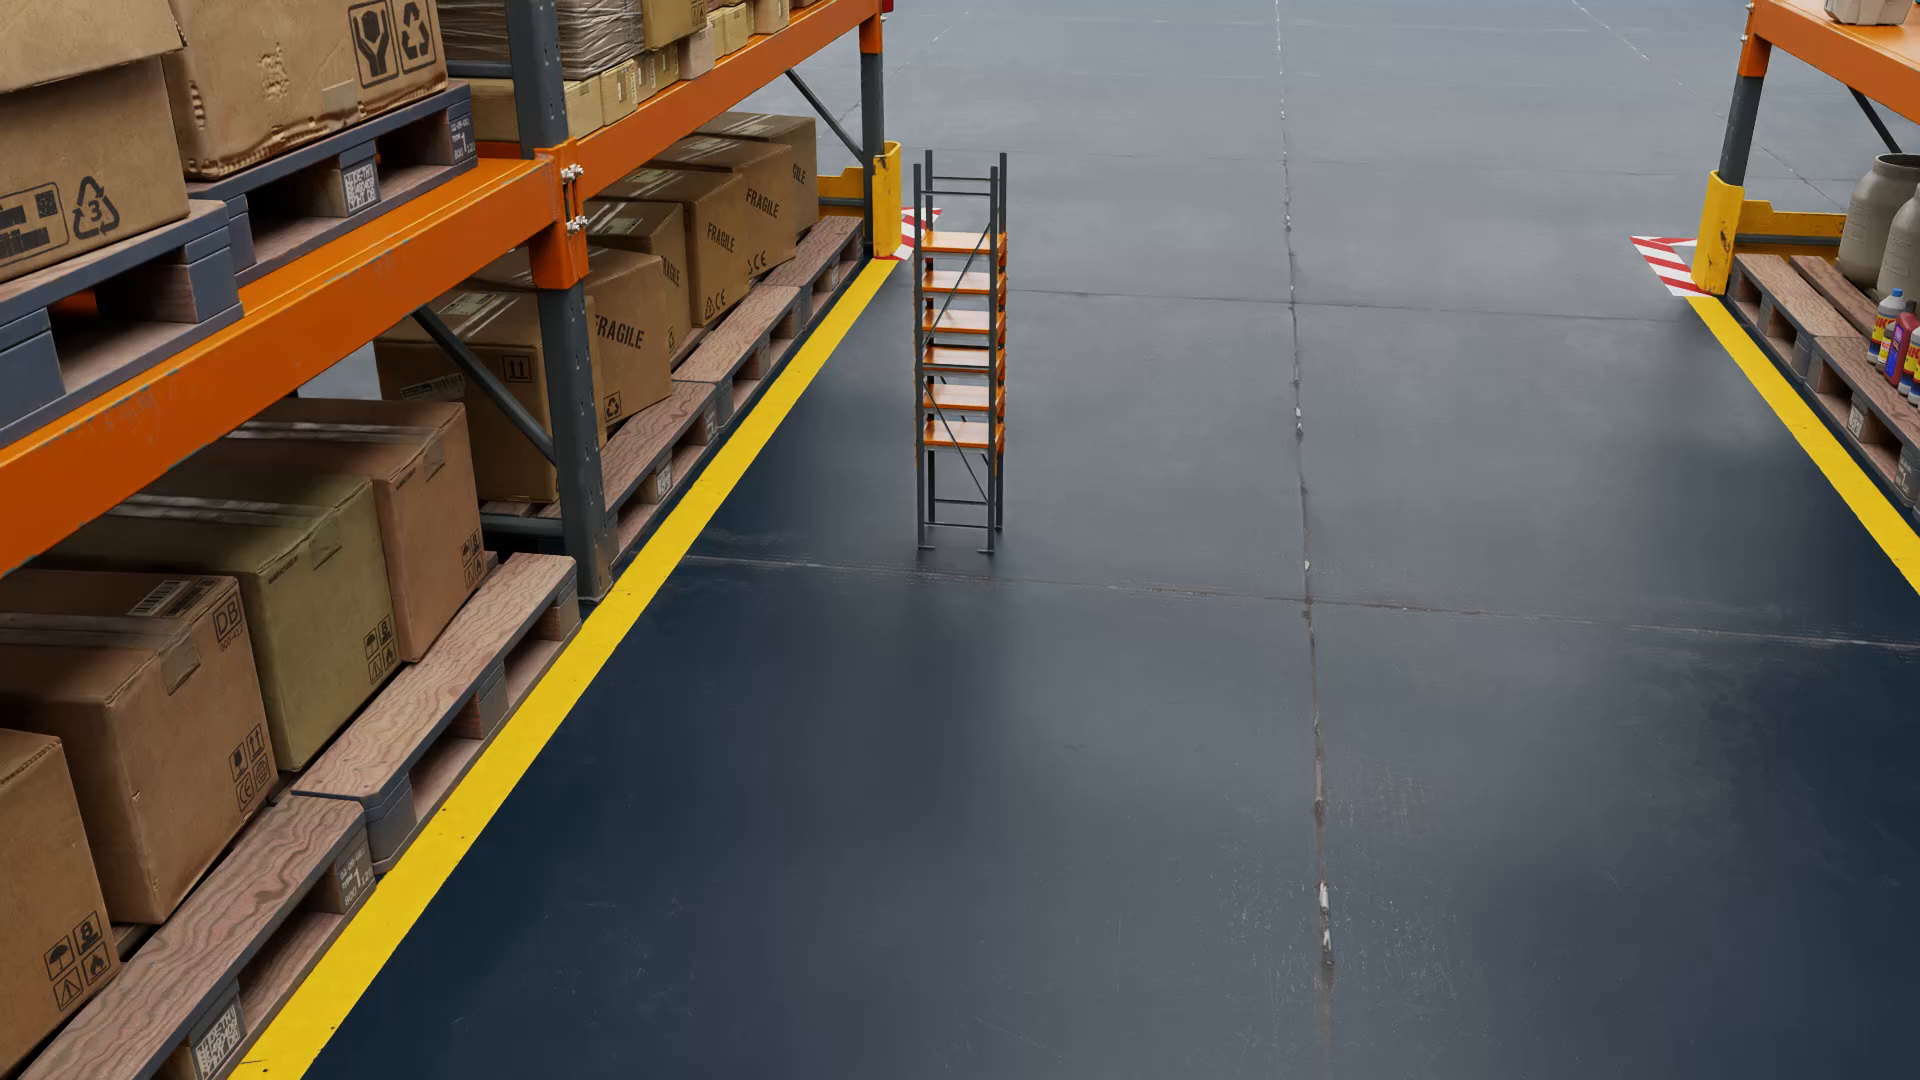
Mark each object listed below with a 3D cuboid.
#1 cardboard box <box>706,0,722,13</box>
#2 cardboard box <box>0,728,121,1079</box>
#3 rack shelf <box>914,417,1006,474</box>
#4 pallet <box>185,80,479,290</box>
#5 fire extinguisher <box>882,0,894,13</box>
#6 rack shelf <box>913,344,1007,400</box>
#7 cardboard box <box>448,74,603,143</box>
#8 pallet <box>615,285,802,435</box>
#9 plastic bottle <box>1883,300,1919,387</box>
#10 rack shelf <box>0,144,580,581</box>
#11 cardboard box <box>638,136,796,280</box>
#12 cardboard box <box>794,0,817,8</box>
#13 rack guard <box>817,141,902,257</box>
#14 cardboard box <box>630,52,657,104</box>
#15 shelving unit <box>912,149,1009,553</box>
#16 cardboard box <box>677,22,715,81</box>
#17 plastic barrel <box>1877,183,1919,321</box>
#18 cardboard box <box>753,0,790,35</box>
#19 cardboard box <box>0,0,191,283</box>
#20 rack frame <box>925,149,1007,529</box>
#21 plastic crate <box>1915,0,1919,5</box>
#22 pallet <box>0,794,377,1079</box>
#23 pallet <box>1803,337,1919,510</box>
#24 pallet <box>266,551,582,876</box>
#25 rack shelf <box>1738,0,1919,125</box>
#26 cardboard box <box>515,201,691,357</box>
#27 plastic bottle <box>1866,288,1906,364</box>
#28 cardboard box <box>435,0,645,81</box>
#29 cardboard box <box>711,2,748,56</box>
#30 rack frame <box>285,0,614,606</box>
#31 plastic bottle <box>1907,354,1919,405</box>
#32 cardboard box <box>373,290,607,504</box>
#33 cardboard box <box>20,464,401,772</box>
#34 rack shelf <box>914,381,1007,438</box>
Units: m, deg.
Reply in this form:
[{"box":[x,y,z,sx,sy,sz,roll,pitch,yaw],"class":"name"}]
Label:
[{"box":[-1.301,-2.015,5.548,0.875,0.500,0.500,4,25,9],"class":"cardboard box"},{"box":[-1.934,0.625,2.805,0.700,0.500,0.500,6,26,13],"class":"cardboard box"},{"box":[0.002,-0.292,5.129,0.258,0.103,0.180,4,25,9],"class":"rack shelf"},{"box":[-1.802,-0.832,3.715,1.003,0.211,1.213,4,25,9],"class":"pallet"},{"box":[-0.407,-2.882,7.960,0.296,0.674,0.183,4,25,9],"class":"fire extinguisher"},{"box":[0.002,-0.509,5.027,0.258,0.103,0.180,4,25,9],"class":"rack shelf"},{"box":[-1.202,-1.184,4.537,0.380,0.149,0.250,4,25,9],"class":"cardboard box"},{"box":[-1.262,-0.760,6.626,1.003,0.211,1.213,4,25,9],"class":"pallet"},{"box":[3.347,-0.697,5.886,0.061,0.283,0.133,4,25,9],"class":"plastic bottle"},{"box":[-1.861,-0.066,2.701,1.077,0.370,4.000,4,25,9],"class":"rack shelf"},{"box":[-1.063,-1.447,7.256,0.500,0.500,0.500,11,27,22],"class":"cardboard box"},{"box":[-0.811,-2.338,7.003,0.380,0.149,0.250,4,25,9],"class":"cardboard box"},{"box":[-0.893,-1.737,8.372,1.175,0.500,0.348,4,25,9],"class":"rack guard"},{"box":[-1.135,-1.394,4.986,0.380,0.149,0.250,4,25,9],"class":"cardboard box"},{"box":[0.002,-0.549,5.009,0.258,1.200,0.189,4,25,9],"class":"shelving unit"},{"box":[-1.022,-1.601,5.428,0.380,0.149,0.250,4,25,9],"class":"cardboard box"},{"box":[3.892,-1.131,6.568,0.421,0.512,0.421,0,25,0],"class":"plastic barrel"},{"box":[-0.865,-2.019,6.322,0.380,0.149,0.250,4,25,9],"class":"cardboard box"},{"box":[-1.726,-0.734,2.662,0.797,0.503,0.637,7,26,14],"class":"cardboard box"},{"box":[0.017,-0.588,5.090,0.240,1.200,0.006,4,25,9],"class":"rack frame"},{"box":[4.219,-2.261,6.717,0.499,0.251,0.616,4,25,9],"class":"plastic crate"},{"box":[-1.857,0.872,3.138,1.003,0.211,1.213,4,25,9],"class":"pallet"},{"box":[3.700,-0.412,5.881,1.003,0.211,1.213,4,25,9],"class":"pallet"},{"box":[-1.660,0.360,4.231,1.003,0.211,1.213,4,25,9],"class":"pallet"},{"box":[3.679,-1.396,5.542,1.077,0.370,4.000,4,25,9],"class":"rack shelf"},{"box":[-1.319,-0.956,6.208,0.500,0.500,0.500,2,25,4],"class":"cardboard box"},{"box":[3.402,-0.785,6.088,0.097,0.271,0.097,0,25,0],"class":"plastic bottle"},{"box":[-1.399,-1.592,4.645,0.875,0.500,0.500,4,25,9],"class":"cardboard box"},{"box":[-0.970,-1.812,5.879,0.380,0.149,0.250,4,25,9],"class":"cardboard box"},{"box":[-1.534,-1.228,4.336,1.000,3.000,0.127,4,25,9],"class":"rack frame"},{"box":[3.330,-0.600,5.692,0.097,0.271,0.097,0,25,0],"class":"plastic bottle"},{"box":[-1.429,-0.451,5.128,0.500,0.500,0.500,3,25,7],"class":"cardboard box"},{"box":[-1.752,0.158,3.804,0.700,0.500,0.500,4,25,8],"class":"cardboard box"},{"box":[0.002,-0.401,5.078,0.258,0.103,0.180,4,25,9],"class":"rack shelf"}]
